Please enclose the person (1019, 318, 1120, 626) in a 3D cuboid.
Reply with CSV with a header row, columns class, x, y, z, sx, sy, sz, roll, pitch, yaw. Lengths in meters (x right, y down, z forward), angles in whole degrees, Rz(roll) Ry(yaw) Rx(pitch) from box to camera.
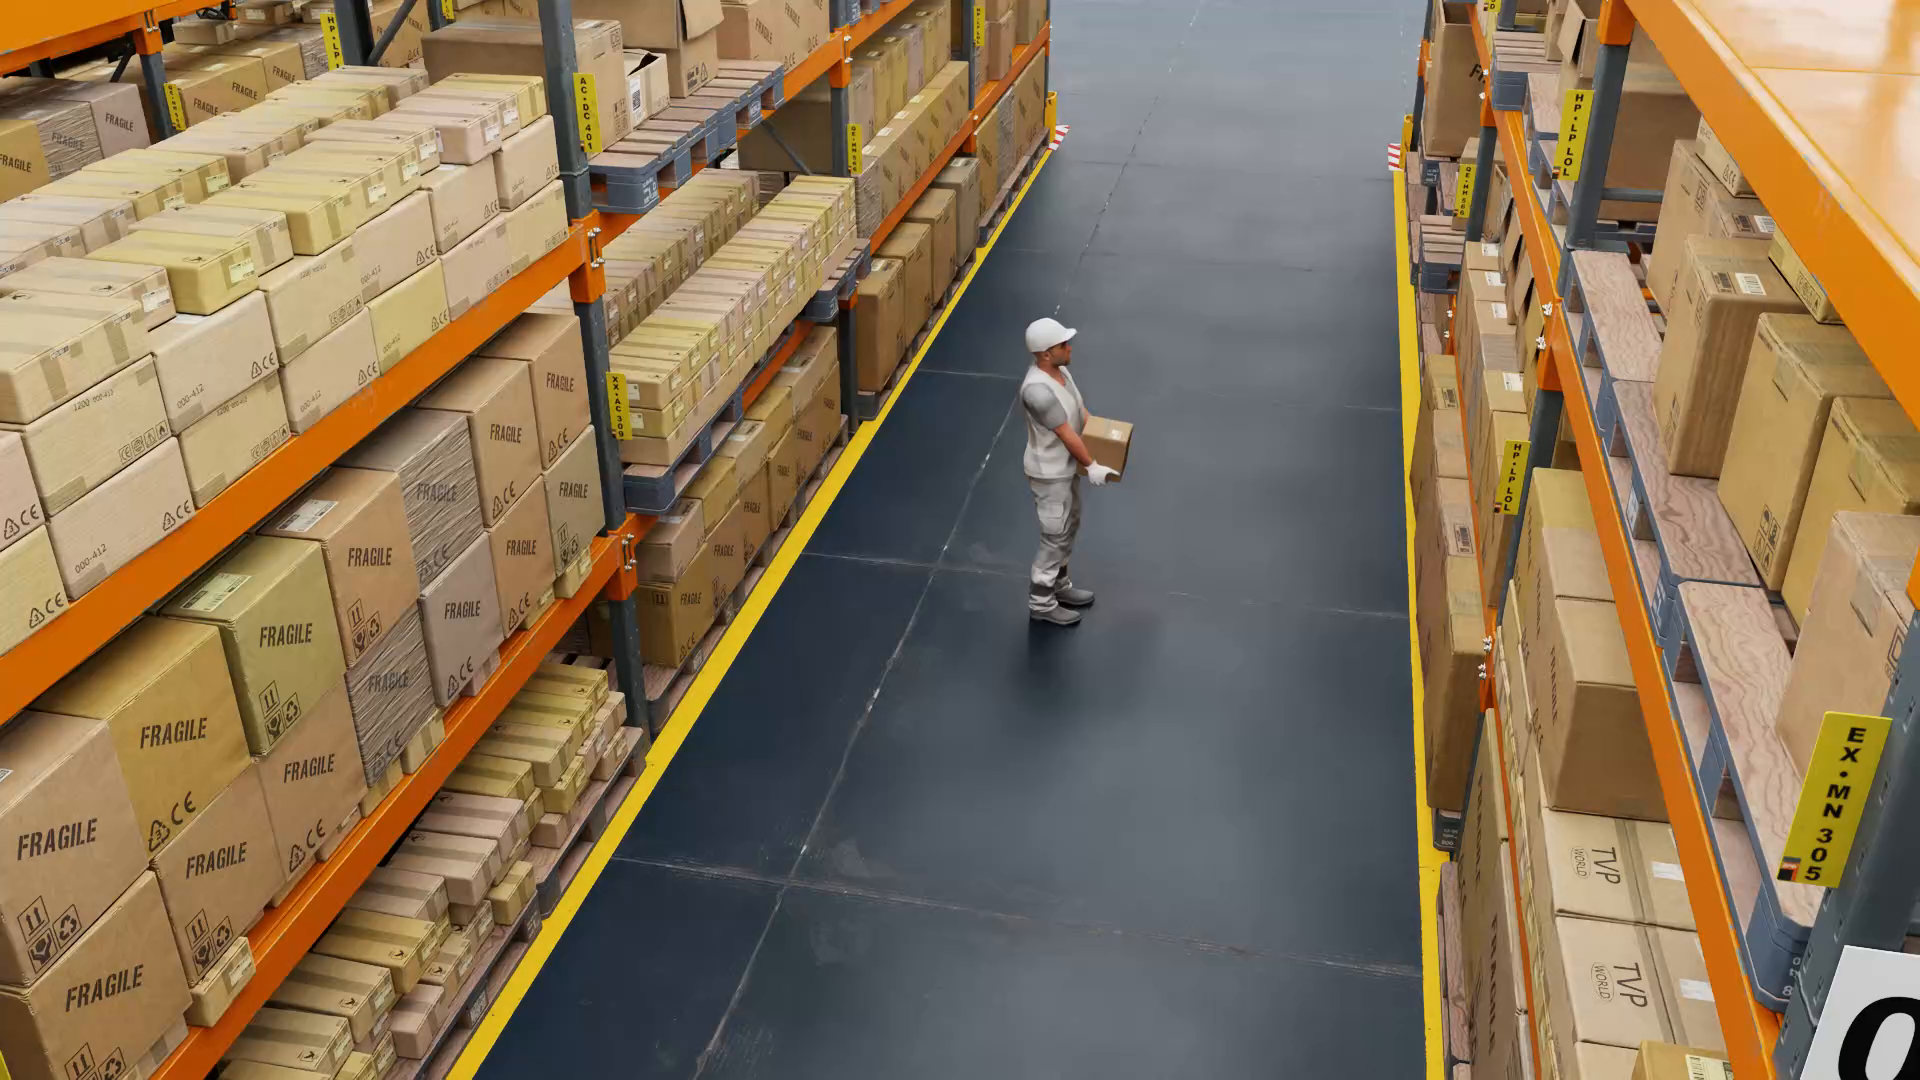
class,x,y,z,sx,sy,sz,roll,pitch,yaw
person,0.630,-0.381,9.306,0.570,1.782,0.493,6,29,11
